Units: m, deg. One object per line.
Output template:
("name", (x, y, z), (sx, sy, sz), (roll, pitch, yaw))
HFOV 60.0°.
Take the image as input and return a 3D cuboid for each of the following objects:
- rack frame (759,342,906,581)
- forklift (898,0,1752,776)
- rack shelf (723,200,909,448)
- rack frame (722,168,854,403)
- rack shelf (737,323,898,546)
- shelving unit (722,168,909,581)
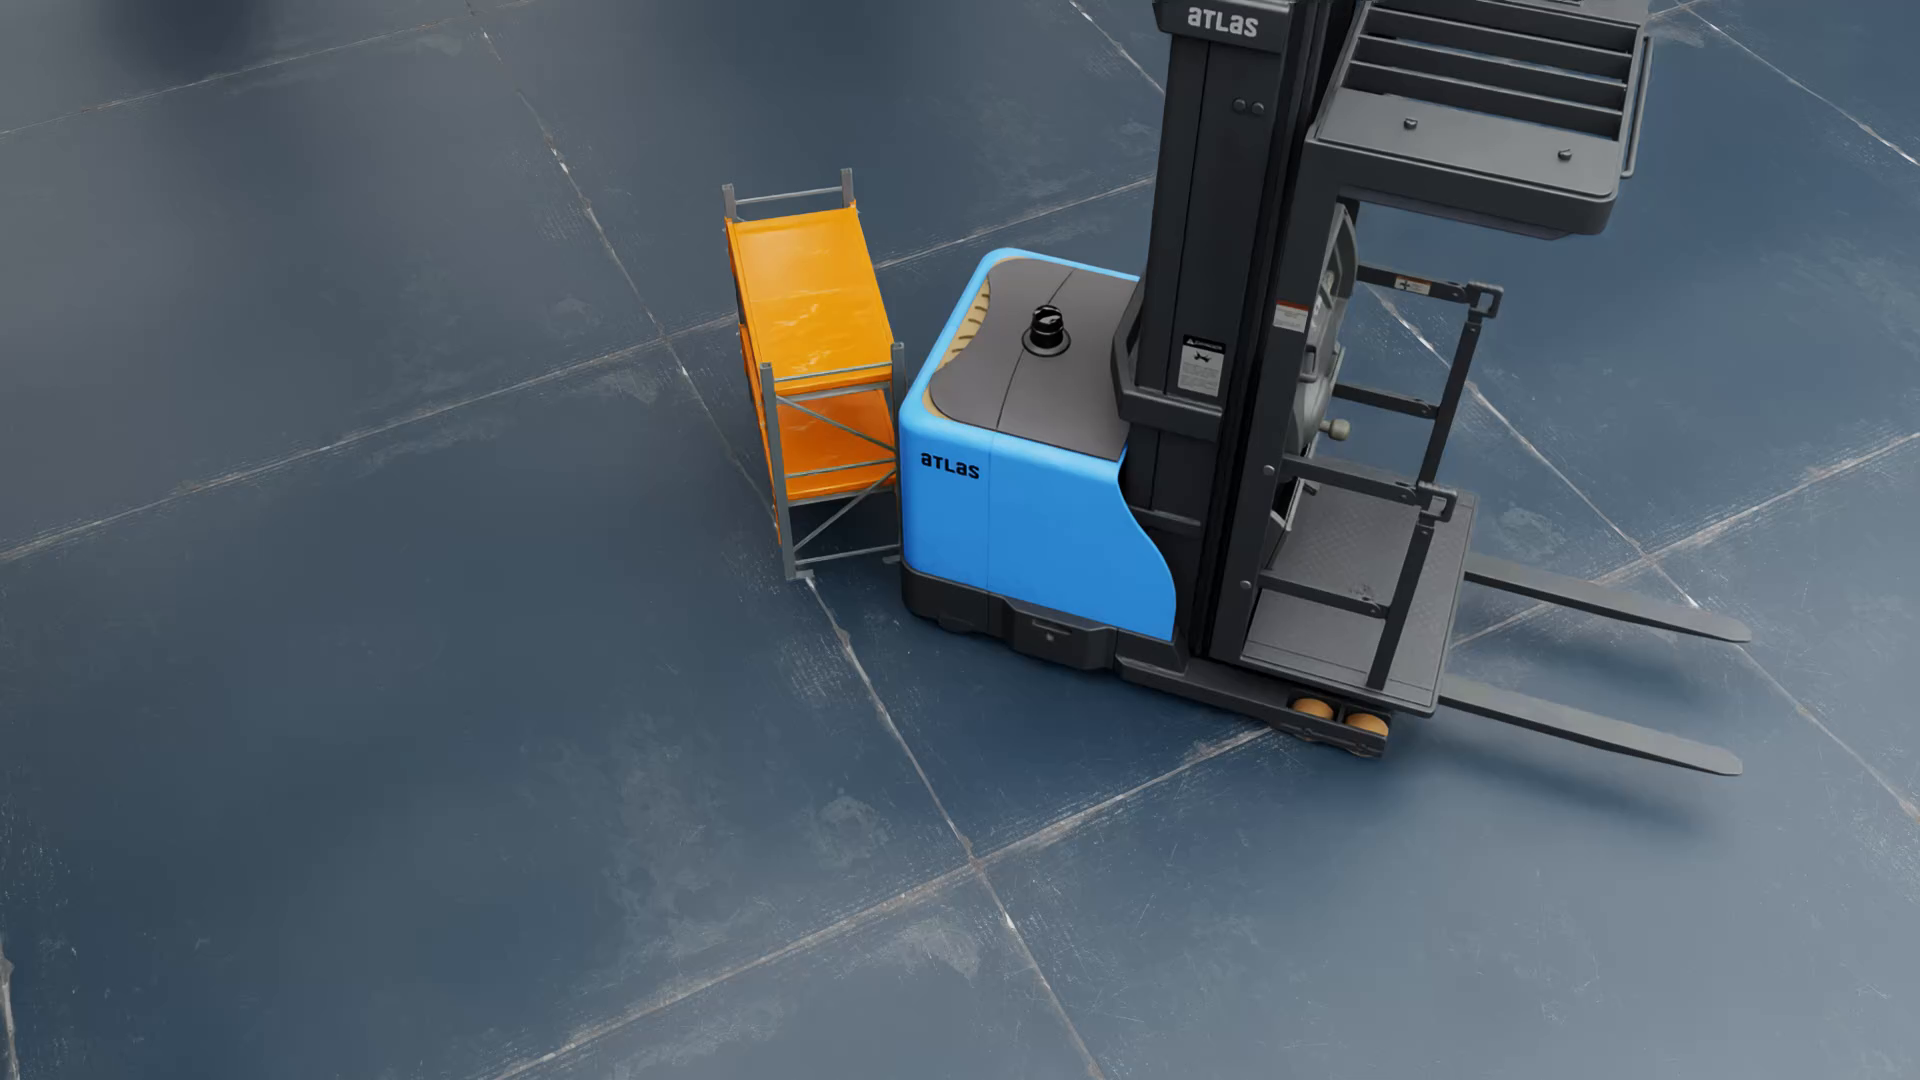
("rack frame", (-0.440, -0.263, 6.125), (0.500, 1.125, 0.032), (-9, 50, -8))
("forklift", (1.349, -0.644, 5.259), (3.031, 2.935, 1.130), (15, 51, 13))
("rack shelf", (-0.550, -0.829, 6.232), (0.538, 0.278, 1.000), (-9, 50, -8))
("rack frame", (-0.660, -1.010, 6.779), (0.500, 1.125, 0.032), (-9, 50, -8))
("rack shelf", (-0.550, -0.475, 6.636), (0.538, 0.278, 1.000), (-9, 50, -8))
("shelving unit", (-0.550, -0.636, 6.452), (0.538, 1.125, 1.048), (-9, 50, -8))
